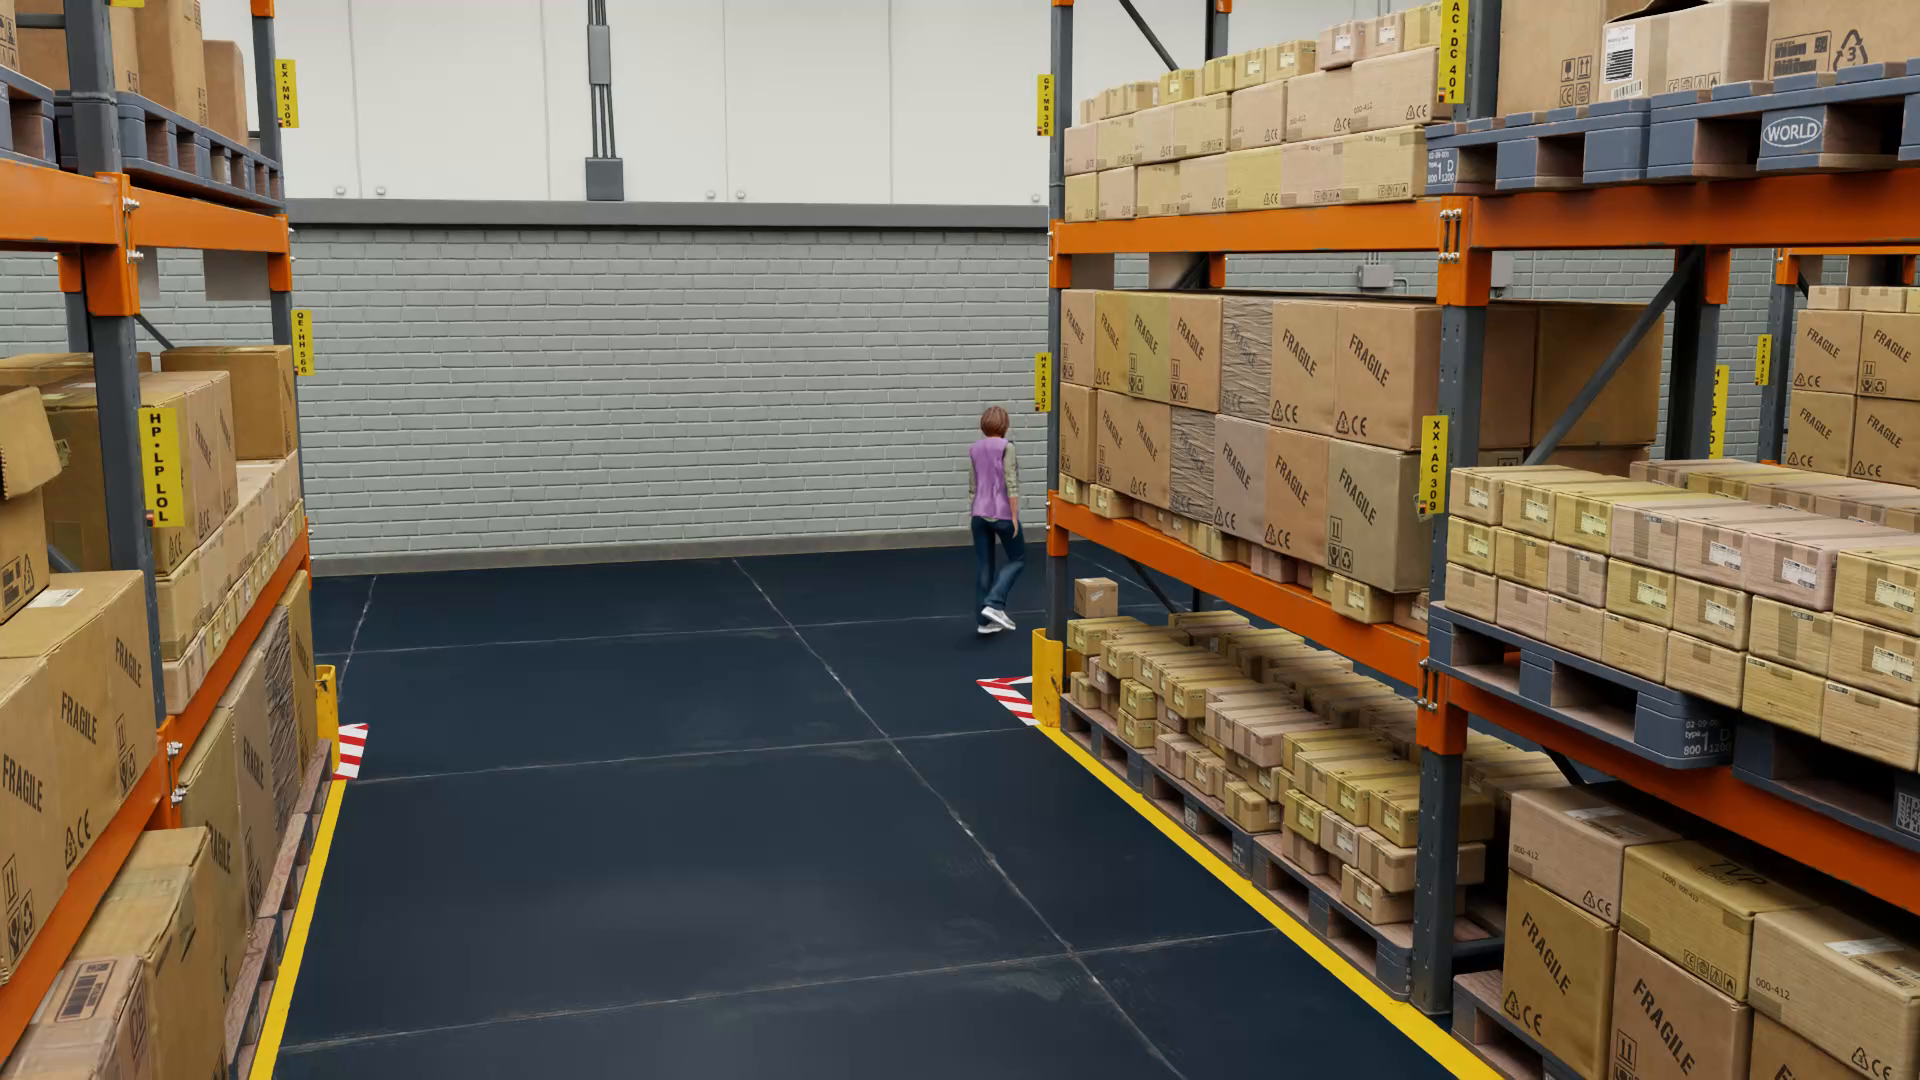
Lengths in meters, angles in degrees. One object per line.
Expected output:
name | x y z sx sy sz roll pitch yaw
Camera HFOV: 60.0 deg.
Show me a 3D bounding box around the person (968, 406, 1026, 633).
person | 0.225 -0.129 11.642 0.440 1.579 0.420 6 11 30
